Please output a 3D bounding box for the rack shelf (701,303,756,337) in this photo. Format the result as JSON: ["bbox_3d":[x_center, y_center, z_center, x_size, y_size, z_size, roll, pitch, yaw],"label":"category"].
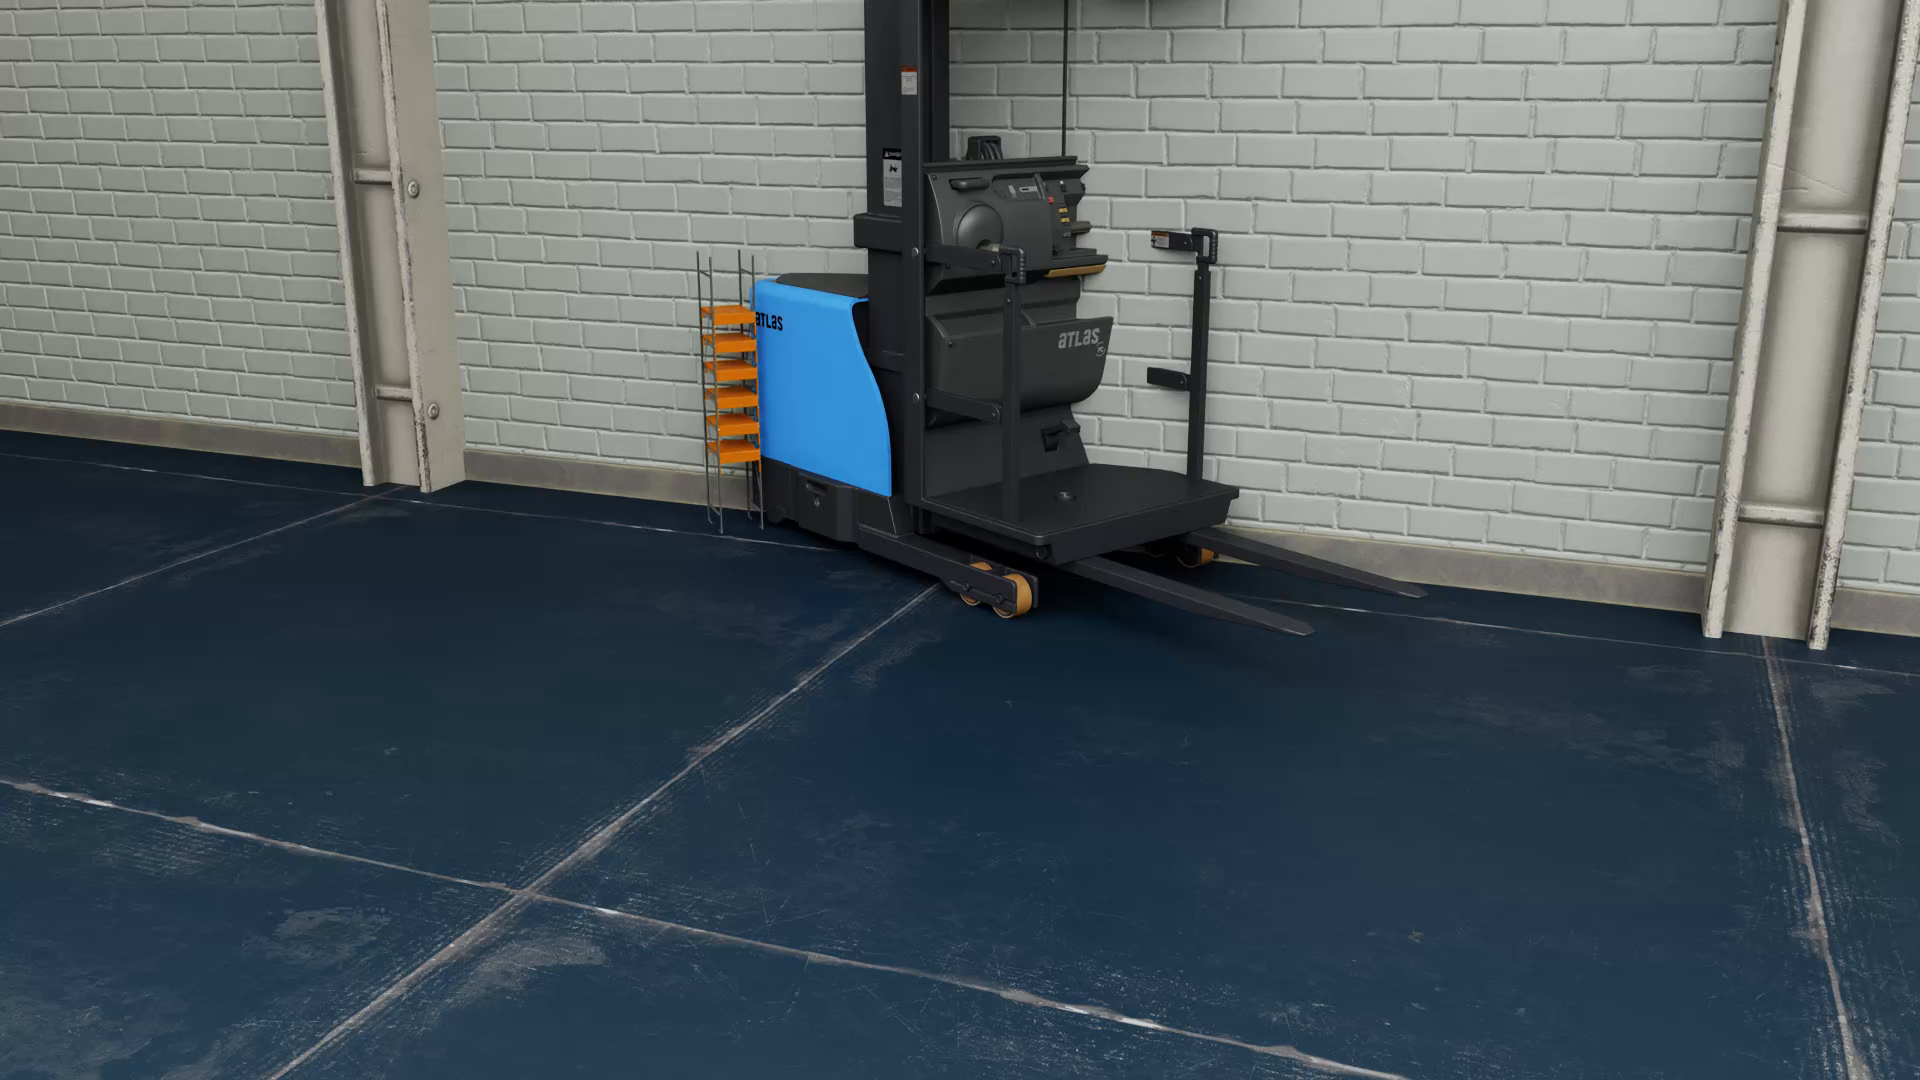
[{"bbox_3d":[-1.000,-0.946,7.147,0.180,0.103,0.258,-7,17,-21],"label":"rack shelf"}]

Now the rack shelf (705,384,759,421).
[{"bbox_3d":[-1.000,-0.600,7.247,0.180,0.103,0.258,-7,17,-21],"label":"rack shelf"}]

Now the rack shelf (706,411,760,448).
[{"bbox_3d":[-1.000,-0.485,7.281,0.180,0.103,0.258,-7,17,-21],"label":"rack shelf"}]

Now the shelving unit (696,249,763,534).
[{"bbox_3d":[-1.000,-0.643,7.235,0.189,1.200,0.258,-7,17,-21],"label":"shelving unit"}]

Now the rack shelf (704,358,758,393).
[{"bbox_3d":[-1.000,-0.715,7.214,0.180,0.103,0.258,-7,17,-21],"label":"rack shelf"}]

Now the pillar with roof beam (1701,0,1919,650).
[{"bbox_3d":[1.335,-2.878,0.947,0.400,9.000,9.100,6,17,21],"label":"pillar with roof beam"}]

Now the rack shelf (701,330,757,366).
[{"bbox_3d":[-1.000,-0.830,7.180,0.180,0.103,0.258,-7,17,-21],"label":"rack shelf"}]

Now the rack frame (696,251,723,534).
[{"bbox_3d":[-1.084,-0.633,7.201,0.006,1.200,0.240,-7,17,-21],"label":"rack frame"}]

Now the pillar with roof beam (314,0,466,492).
[{"bbox_3d":[-4.246,-3.492,3.061,0.400,9.000,9.100,6,17,21],"label":"pillar with roof beam"}]

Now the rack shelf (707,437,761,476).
[{"bbox_3d":[-1.000,-0.369,7.314,0.180,0.103,0.258,-7,17,-21],"label":"rack shelf"}]

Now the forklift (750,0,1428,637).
[{"bbox_3d":[0.396,-1.274,6.304,1.130,2.935,3.031,-13,21,-38],"label":"forklift"}]

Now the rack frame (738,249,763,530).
[{"bbox_3d":[-0.915,-0.652,7.268,0.006,1.200,0.240,-7,17,-21],"label":"rack frame"}]
